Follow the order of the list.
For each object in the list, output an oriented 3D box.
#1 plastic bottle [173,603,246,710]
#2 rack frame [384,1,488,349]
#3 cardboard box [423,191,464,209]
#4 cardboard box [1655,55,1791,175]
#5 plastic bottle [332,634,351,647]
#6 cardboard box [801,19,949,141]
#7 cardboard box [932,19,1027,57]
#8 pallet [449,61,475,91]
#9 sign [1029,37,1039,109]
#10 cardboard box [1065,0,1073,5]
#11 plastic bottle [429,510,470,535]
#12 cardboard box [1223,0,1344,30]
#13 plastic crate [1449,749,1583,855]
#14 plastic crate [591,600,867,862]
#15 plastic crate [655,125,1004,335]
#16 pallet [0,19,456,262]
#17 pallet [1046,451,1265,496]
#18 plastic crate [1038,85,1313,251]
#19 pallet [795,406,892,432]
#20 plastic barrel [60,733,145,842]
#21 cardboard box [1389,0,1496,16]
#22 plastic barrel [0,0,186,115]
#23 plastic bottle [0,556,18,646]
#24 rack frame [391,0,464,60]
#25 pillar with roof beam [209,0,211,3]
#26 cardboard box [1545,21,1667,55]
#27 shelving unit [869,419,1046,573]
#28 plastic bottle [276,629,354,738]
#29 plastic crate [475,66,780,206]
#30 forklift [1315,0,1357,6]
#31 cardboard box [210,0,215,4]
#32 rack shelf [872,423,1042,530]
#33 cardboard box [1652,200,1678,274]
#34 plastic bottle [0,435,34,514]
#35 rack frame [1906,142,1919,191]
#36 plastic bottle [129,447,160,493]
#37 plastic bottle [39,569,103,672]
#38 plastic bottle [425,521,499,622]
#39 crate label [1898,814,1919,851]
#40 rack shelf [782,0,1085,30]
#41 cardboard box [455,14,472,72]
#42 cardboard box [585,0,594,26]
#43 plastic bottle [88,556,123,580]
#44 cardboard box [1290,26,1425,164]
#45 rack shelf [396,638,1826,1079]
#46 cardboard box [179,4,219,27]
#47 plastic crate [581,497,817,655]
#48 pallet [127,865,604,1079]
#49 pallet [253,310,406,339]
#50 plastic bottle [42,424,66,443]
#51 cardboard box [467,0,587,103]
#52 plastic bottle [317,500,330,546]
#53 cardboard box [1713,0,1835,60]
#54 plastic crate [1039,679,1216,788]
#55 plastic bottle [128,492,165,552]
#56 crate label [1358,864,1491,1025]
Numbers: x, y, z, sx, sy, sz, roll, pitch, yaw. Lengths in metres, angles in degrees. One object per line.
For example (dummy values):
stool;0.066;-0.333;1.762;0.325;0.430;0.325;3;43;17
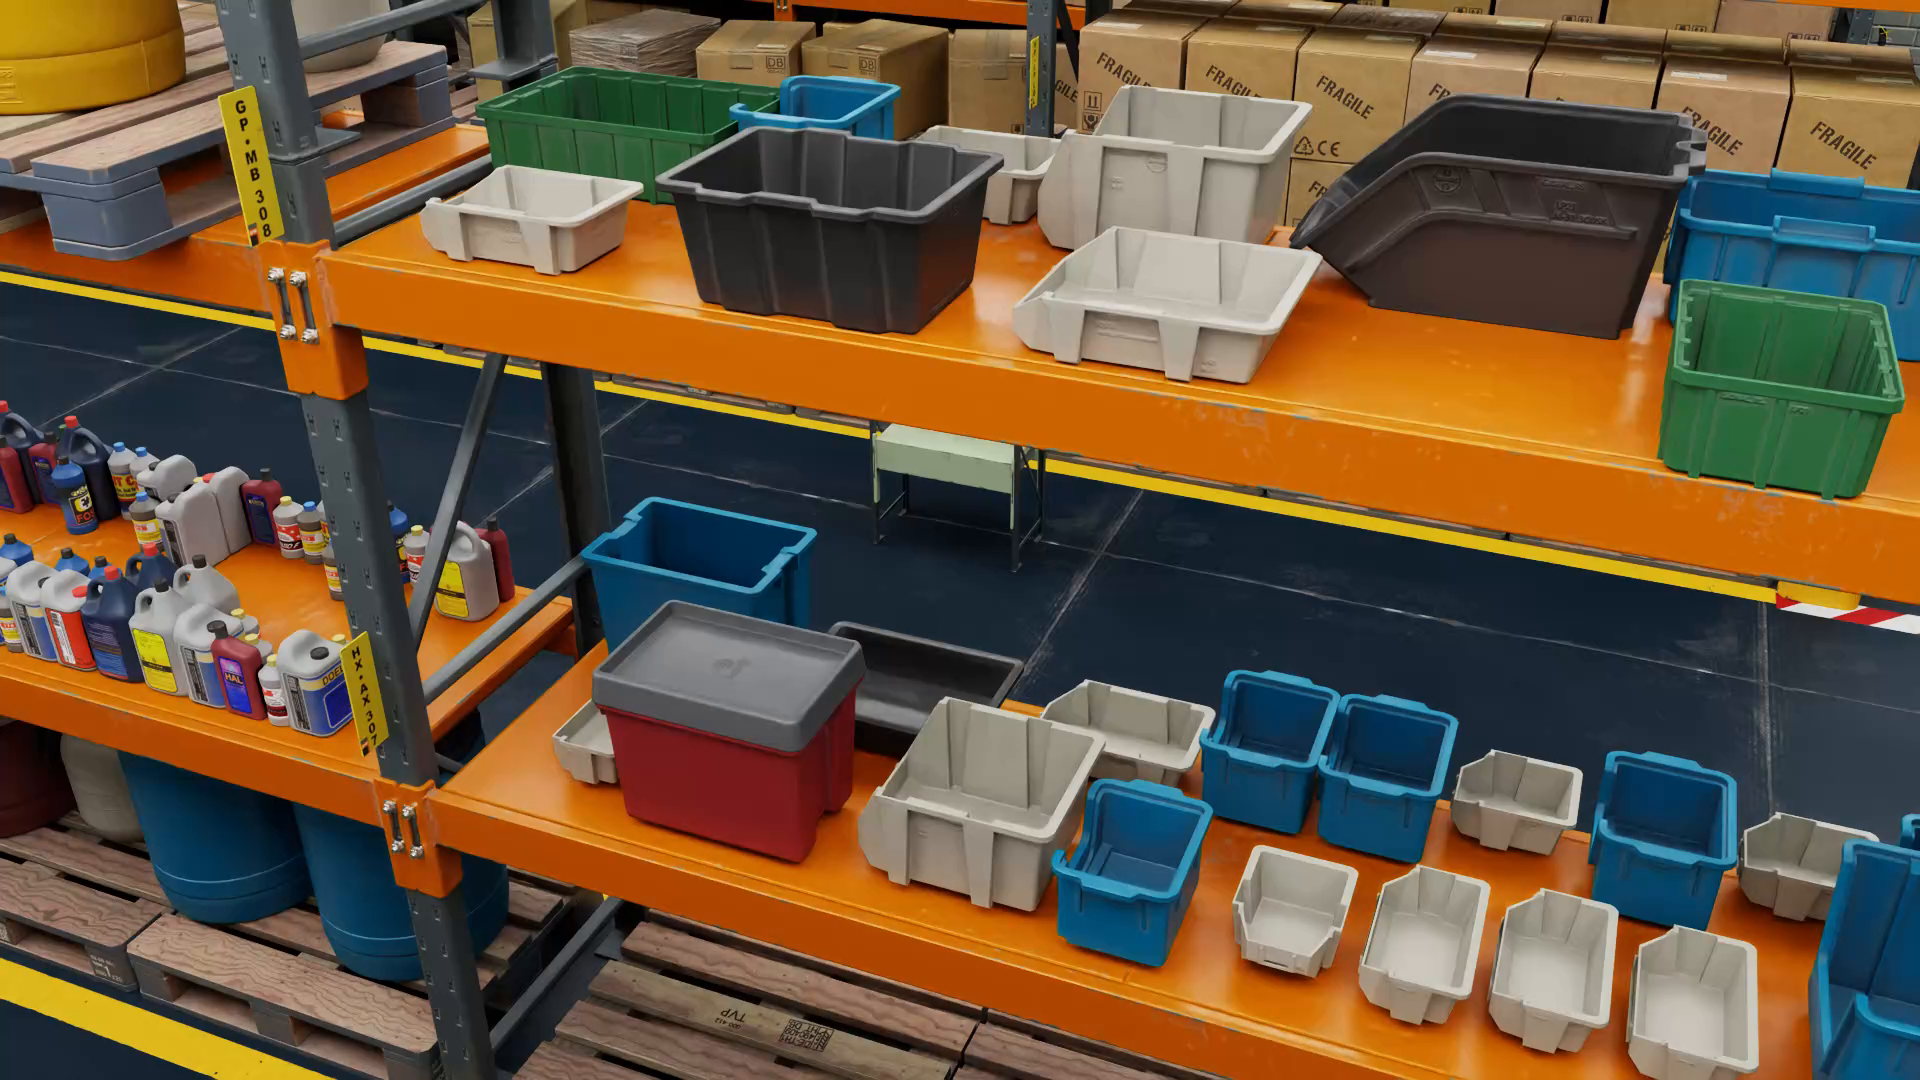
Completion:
plastic bottle;-2.129;0.324;4.755;0.135;0.276;0.152;11;31;19
rack frame;-3.144;-2.735;10.040;0.127;3.000;1.000;11;31;19
cardboard box;-3.519;-2.196;10.884;0.500;0.311;0.500;12;32;21
cardboard box;3.284;-1.784;7.240;0.500;0.500;0.500;12;32;20
plastic bottle;-1.761;0.364;4.760;0.097;0.201;0.097;0;29;0
cardboard box;-0.454;-2.509;9.112;0.500;0.500;0.700;17;33;27
cardboard box;0.156;-3.880;13.825;0.750;0.750;0.750;11;31;19
pallet;-4.270;-4.377;15.779;1.213;0.211;1.003;11;31;19
sign;0.357;-2.245;7.997;0.005;0.325;0.100;11;31;19
cardboard box;0.841;-4.342;13.119;0.250;0.149;0.380;10;31;18
plastic bottle;-1.607;0.027;5.273;0.133;0.283;0.061;11;31;19
cardboard box;1.604;-2.405;8.338;0.500;0.500;0.500;11;31;18
plastic crate;1.403;0.673;4.217;0.298;0.136;0.250;11;31;19
plastic crate;-0.571;0.489;4.211;0.583;0.464;0.402;11;31;19
plastic crate;-0.256;-0.631;3.403;0.590;0.269;0.497;11;31;19
pallet;-2.067;-1.061;4.222;1.003;0.211;1.213;11;31;19
pallet;1.198;-0.653;9.192;1.213;0.211;1.003;11;31;19
plastic crate;0.465;-0.802;3.693;0.530;0.282;0.437;11;31;19
pallet;-0.206;-0.914;9.653;1.213;0.211;1.003;11;31;19
plastic barrel;-2.947;0.779;5.926;0.421;0.512;0.421;0;29;0
cardboard box;3.592;-4.139;12.220;0.700;0.700;0.980;10;31;18
plastic barrel;-2.226;-1.384;3.984;0.600;0.588;0.600;0;29;0
plastic bottle;-2.936;0.163;5.040;0.135;0.276;0.152;11;31;19
rack frame;-4.992;-5.734;15.347;0.127;3.000;1.000;11;31;19
pillar with roof beam;-9.343;-7.388;12.176;0.400;9.000;9.100;11;31;19
cardboard box;3.008;-2.124;7.842;0.500;0.500;0.500;12;32;20
shelving unit;-0.006;-0.654;7.883;0.755;1.500;0.431;11;31;19
plastic bottle;-1.790;0.391;4.635;0.135;0.276;0.152;11;31;19
plastic crate;-0.797;-1.010;4.155;0.662;0.188;0.450;11;31;19
forklift;2.002;-3.286;11.085;1.130;2.935;3.031;0;29;0
cardboard box;-6.902;-5.145;16.397;0.500;0.500;0.700;9;31;16
rack shelf;-0.006;-0.370;8.044;0.720;0.370;0.431;11;31;19
cardboard box;3.269;-1.351;7.491;0.500;0.500;0.500;12;31;20
plastic bottle;-3.299;-0.235;5.735;0.133;0.283;0.061;11;31;19
rack frame;4.269;-1.255;7.422;0.127;3.000;1.000;11;31;19
plastic bottle;-2.759;-0.188;5.666;0.097;0.271;0.097;0;29;0
plastic bottle;-2.596;0.231;4.920;0.135;0.276;0.152;11;31;19
plastic bottle;-1.545;0.064;5.138;0.185;0.351;0.144;11;31;19
crate label;2.298;0.854;3.800;0.303;0.233;0.416;11;31;19
rack shelf;0.568;-4.311;13.560;4.000;0.370;1.077;11;31;19
cardboard box;-4.304;-4.709;15.626;0.500;0.500;0.700;12;32;21
cardboard box;-3.411;-4.861;15.133;0.500;0.250;0.500;10;31;18
plastic bottle;-2.567;0.172;5.028;0.097;0.271;0.097;0;29;0
cardboard box;1.847;-2.068;7.742;0.500;0.500;0.500;10;31;18
rack shelf;0.550;0.946;4.259;4.000;0.370;1.077;11;31;19
cardboard box;-4.705;-3.081;10.552;0.500;0.500;0.500;10;31;16
plastic crate;-0.743;0.175;4.848;0.575;0.384;0.392;11;31;19
pallet;-2.003;1.315;5.709;1.213;0.211;1.003;11;31;19
pallet;-3.893;-1.691;11.027;1.213;0.211;1.003;11;31;19
plastic bottle;-3.121;-0.276;5.808;0.133;0.283;0.061;11;31;19
cardboard box;-2.518;-2.896;9.797;0.500;0.500;0.700;1;30;2
plastic bottle;-2.026;-0.042;5.407;0.097;0.271;0.097;0;29;0
cardboard box;5.651;-3.735;11.504;0.700;0.700;0.980;13;32;21
plastic crate;0.423;0.537;4.459;0.466;0.136;0.293;11;31;19
plastic bottle;-2.692;-0.064;5.516;0.097;0.201;0.097;0;29;0
crate label;1.049;0.923;3.776;0.243;0.136;0.396;11;31;19
